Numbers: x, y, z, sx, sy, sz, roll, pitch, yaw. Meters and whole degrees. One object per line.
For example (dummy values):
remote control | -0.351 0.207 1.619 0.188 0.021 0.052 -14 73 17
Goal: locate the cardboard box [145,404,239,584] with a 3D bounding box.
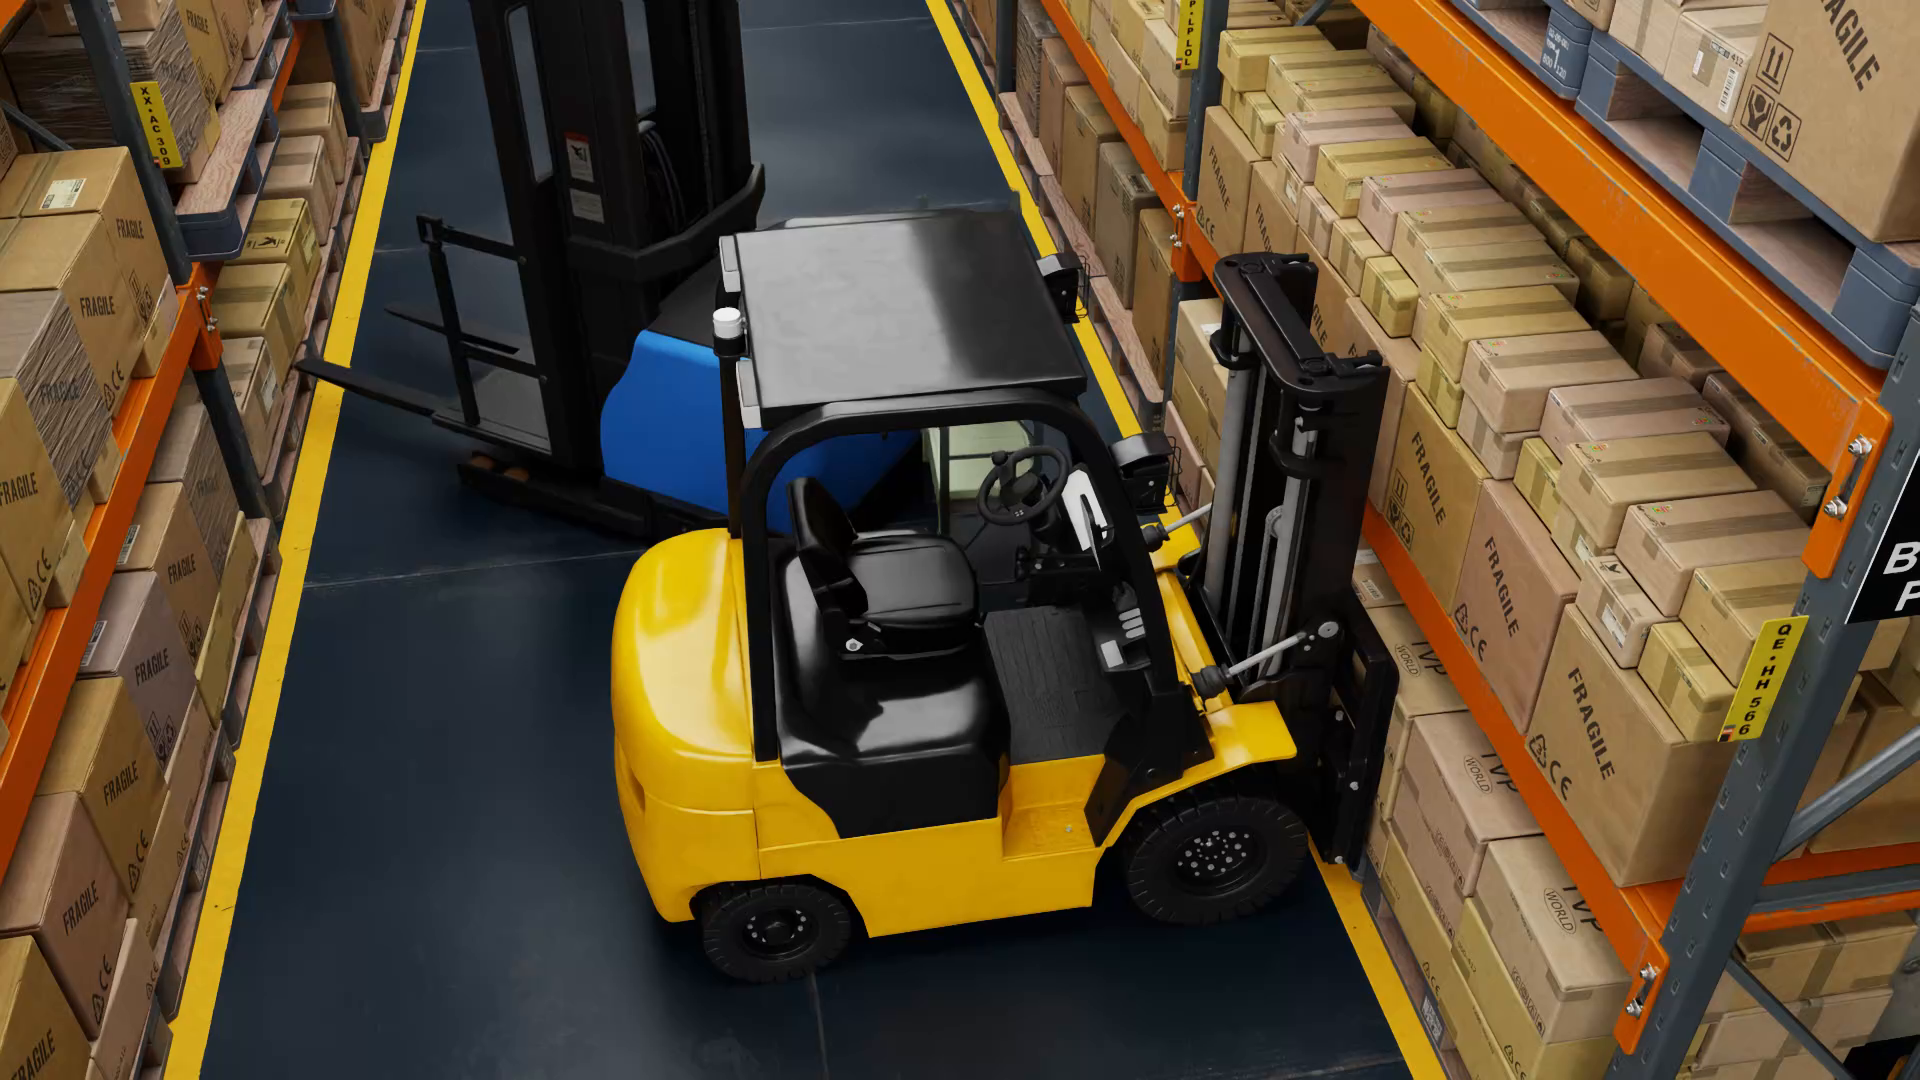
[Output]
cardboard box | -3.084 -0.147 6.282 0.500 0.500 0.500 -7 38 -9

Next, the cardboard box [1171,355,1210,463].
cardboard box | 1.215 -0.587 7.053 0.500 0.250 0.500 -6 38 -8

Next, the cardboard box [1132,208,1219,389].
cardboard box | 1.331 -1.177 7.914 0.875 0.625 0.625 -5 38 -6

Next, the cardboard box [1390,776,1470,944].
cardboard box | 1.665 0.939 5.088 0.500 0.250 0.500 -7 38 -8

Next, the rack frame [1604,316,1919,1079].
rack frame | 2.135 0.781 3.800 1.000 3.000 0.127 -6 38 -8

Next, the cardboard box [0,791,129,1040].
cardboard box | -2.721 1.094 4.684 0.500 0.500 0.500 -8 38 -10

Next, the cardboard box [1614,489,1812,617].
cardboard box | 1.791 0.028 3.916 0.380 0.149 0.250 -6 38 -8

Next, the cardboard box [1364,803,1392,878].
cardboard box | 1.585 0.846 5.615 0.500 0.250 0.500 -6 38 -7

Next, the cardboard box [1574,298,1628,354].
cardboard box | 2.085 -0.676 5.065 0.380 0.149 0.250 -6 38 -8

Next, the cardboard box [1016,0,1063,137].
cardboard box | 0.828 -2.901 10.133 0.875 0.625 0.625 -5 38 -7

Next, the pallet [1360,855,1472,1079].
pallet | 1.960 1.424 5.244 1.003 0.211 1.213 -6 38 -8

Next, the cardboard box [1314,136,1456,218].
cardboard box | 1.402 -1.202 5.500 0.380 0.149 0.250 -7 38 -9

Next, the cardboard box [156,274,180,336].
cardboard box | -3.096 -0.839 6.089 0.380 0.149 0.250 -7 38 -8

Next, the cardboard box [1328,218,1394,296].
cardboard box | 1.427 -0.934 5.397 0.380 0.149 0.250 -7 38 -9

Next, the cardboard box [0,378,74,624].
cardboard box | -2.843 -0.082 4.587 0.500 0.500 0.500 -7 38 -9

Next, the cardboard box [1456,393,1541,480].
cardboard box | 1.614 -0.316 4.601 0.380 0.149 0.250 -7 38 -9

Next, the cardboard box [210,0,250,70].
cardboard box | -3.414 -2.339 7.149 0.500 0.500 0.500 -6 38 -8

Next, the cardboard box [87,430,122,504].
cardboard box | -2.915 -0.225 5.300 0.380 0.149 0.250 -7 38 -9

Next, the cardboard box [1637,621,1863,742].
cardboard box | 1.798 0.306 3.801 0.380 0.149 0.250 -6 38 -7

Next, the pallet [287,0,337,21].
pallet | -3.924 -3.020 8.849 1.213 0.211 1.003 -6 38 -8

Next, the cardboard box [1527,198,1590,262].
cardboard box | 1.994 -0.955 5.181 0.380 0.149 0.250 -5 38 -7

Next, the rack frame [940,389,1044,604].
rack frame | 0.122 -0.326 6.447 0.400 1.500 0.023 -4 38 -5

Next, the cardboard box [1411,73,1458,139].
cardboard box | 1.850 -1.574 5.978 0.380 0.149 0.250 -7 38 -8

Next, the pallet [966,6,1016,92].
pallet | 0.639 -3.405 11.461 1.003 0.211 1.213 -6 38 -8

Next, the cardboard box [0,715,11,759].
cardboard box | -2.709 0.558 4.292 0.380 0.149 0.250 -5 38 -7

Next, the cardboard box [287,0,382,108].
cardboard box | -4.193 -3.268 10.401 0.875 0.875 0.875 -7 38 -8

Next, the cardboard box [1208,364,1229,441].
cardboard box | 1.289 -0.474 6.500 0.500 0.250 0.500 -6 38 -8

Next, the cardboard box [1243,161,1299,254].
cardboard box | 1.362 -1.066 6.096 0.500 0.500 0.500 -6 38 -7

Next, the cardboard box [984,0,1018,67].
cardboard box | 0.447 -3.462 10.957 0.500 0.500 0.500 -5 38 -7

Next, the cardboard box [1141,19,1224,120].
cardboard box | 1.096 -2.043 7.149 0.500 0.250 0.500 -7 38 -9

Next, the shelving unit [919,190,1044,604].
shelving unit | 0.080 -0.549 6.734 0.431 1.500 0.755 -4 38 -5

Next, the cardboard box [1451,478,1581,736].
cardboard box | 1.709 0.158 4.520 0.500 0.500 0.500 -5 38 -7

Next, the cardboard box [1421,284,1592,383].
cardboard box | 1.542 -0.586 4.707 0.380 0.149 0.250 -6 38 -7

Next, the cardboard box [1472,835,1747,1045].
cardboard box | 1.747 1.061 4.523 0.500 0.250 0.500 -5 38 -6

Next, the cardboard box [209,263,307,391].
cardboard box | -3.676 -0.978 7.863 0.950 0.372 0.625 -4 38 -5

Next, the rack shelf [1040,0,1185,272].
rack shelf | 1.083 -2.559 8.686 1.077 0.370 4.000 -6 38 -8

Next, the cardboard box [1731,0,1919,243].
cardboard box | 1.818 -0.890 3.000 0.500 0.500 0.500 -5 38 -6

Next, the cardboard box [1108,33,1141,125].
cardboard box | 0.994 -2.155 7.702 0.500 0.250 0.500 -6 38 -8

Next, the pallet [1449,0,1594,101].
pallet | 1.819 -1.537 4.411 1.003 0.211 1.213 -6 38 -8

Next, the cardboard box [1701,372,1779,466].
cardboard box | 2.185 -0.329 4.376 0.380 0.149 0.250 -6 38 -8

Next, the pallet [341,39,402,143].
pallet | -4.218 -2.898 10.809 1.003 0.211 1.213 -6 38 -8

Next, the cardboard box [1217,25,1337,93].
cardboard box | 1.198 -1.824 6.300 0.380 0.149 0.250 -5 38 -7

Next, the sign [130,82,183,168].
sign | -2.919 -1.504 6.035 0.100 0.325 0.005 -6 38 -8

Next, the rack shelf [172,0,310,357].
rack shelf | -3.803 -2.023 7.996 1.077 0.370 4.000 -6 38 -8

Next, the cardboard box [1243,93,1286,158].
cardboard box | 1.278 -1.554 6.195 0.380 0.149 0.250 -5 38 -7

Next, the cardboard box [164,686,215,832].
cardboard box | -2.896 0.777 5.704 0.500 0.250 0.500 -6 38 -7

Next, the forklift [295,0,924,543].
forklift | -1.687 -1.588 6.906 3.031 2.935 1.130 17 41 21

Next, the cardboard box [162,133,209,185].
cardboard box | -3.238 -1.534 6.642 0.380 0.149 0.250 -6 38 -7

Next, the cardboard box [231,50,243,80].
cardboard box | -3.444 -2.158 7.445 0.380 0.149 0.250 -6 38 -8

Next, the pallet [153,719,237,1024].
pallet | -3.083 1.142 5.608 1.003 0.211 1.213 -6 38 -8

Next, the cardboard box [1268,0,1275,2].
cardboard box | 1.545 -2.485 7.393 0.380 0.149 0.250 -6 38 -8
